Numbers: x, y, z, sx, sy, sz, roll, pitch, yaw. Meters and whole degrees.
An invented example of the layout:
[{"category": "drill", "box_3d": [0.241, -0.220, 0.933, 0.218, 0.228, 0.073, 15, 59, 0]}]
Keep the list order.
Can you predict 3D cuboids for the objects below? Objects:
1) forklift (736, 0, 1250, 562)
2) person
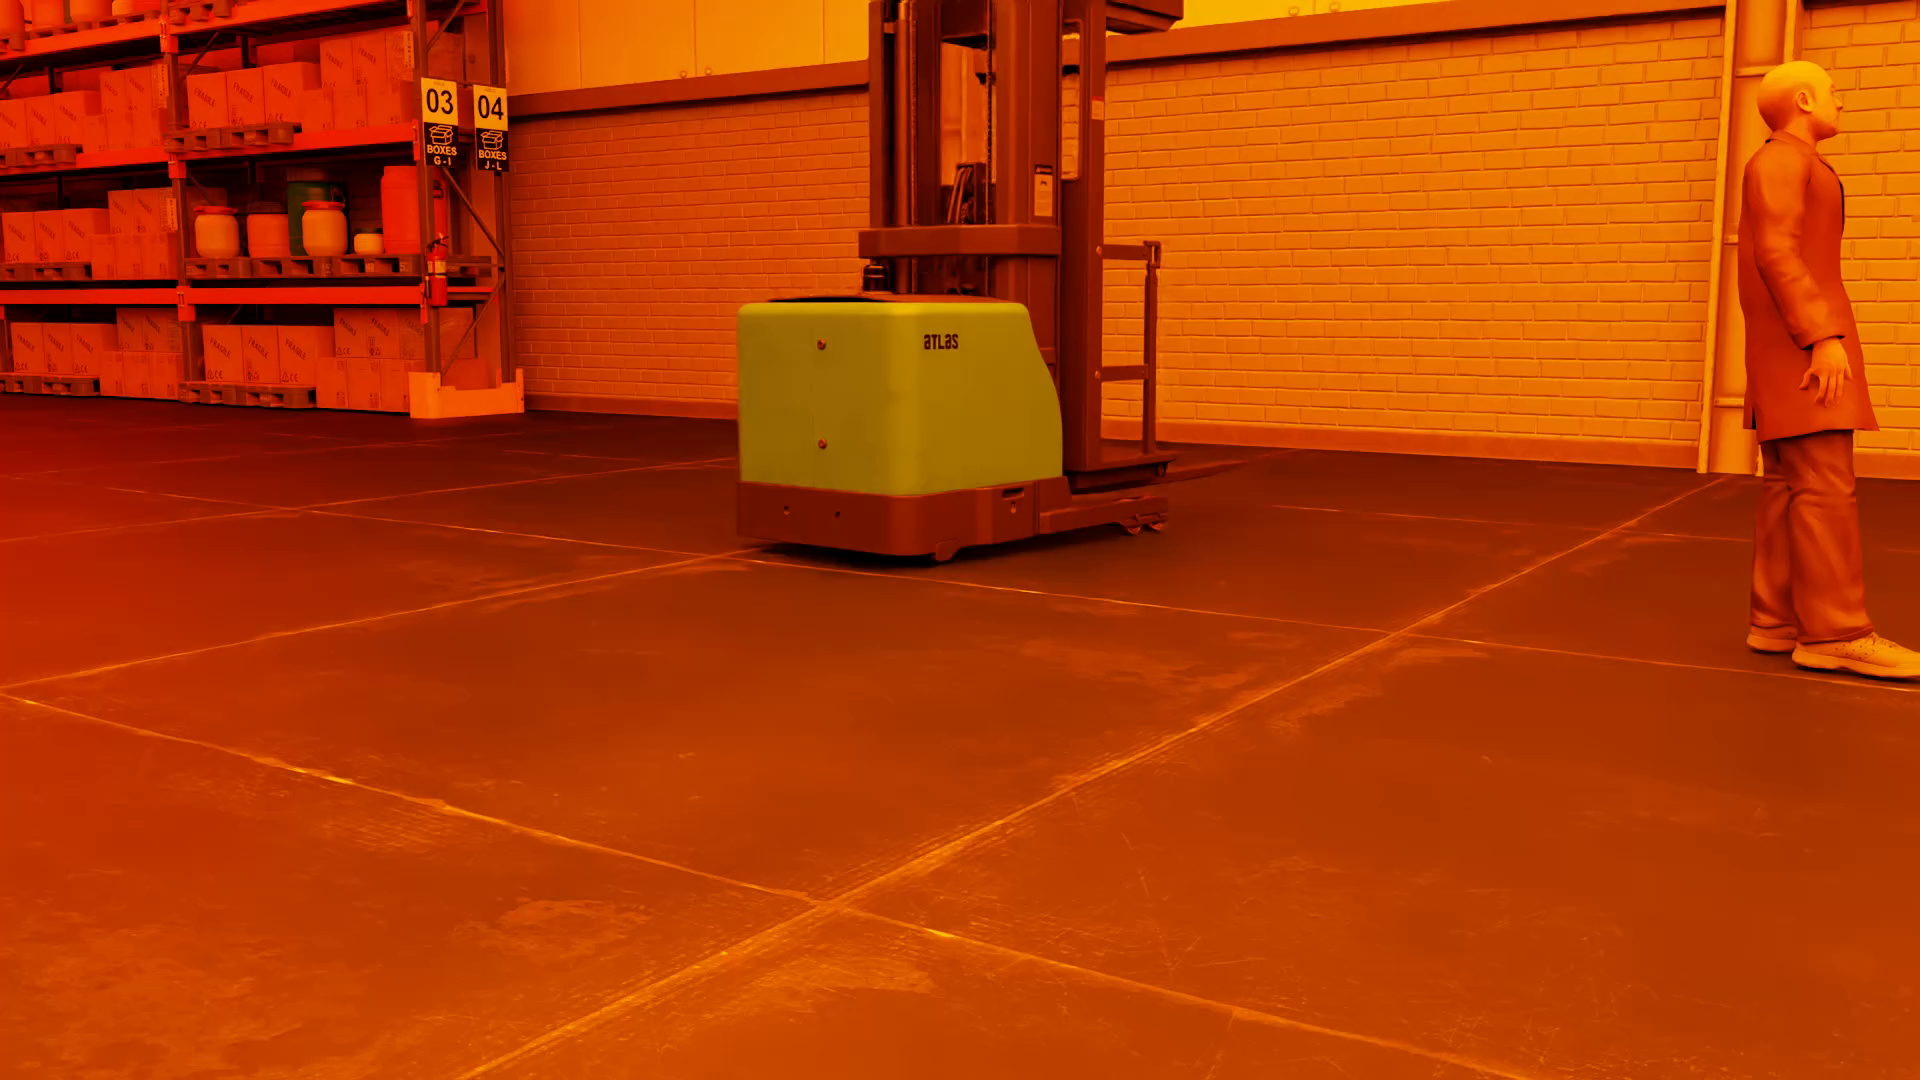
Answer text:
[{"category": "forklift", "box_3d": [0.350, -1.521, 7.889, 1.130, 2.935, 3.031, 7, 10, 39]}, {"category": "person", "box_3d": [2.619, -0.531, 4.973, 0.582, 1.775, 0.695, 3, 9, 23]}]
